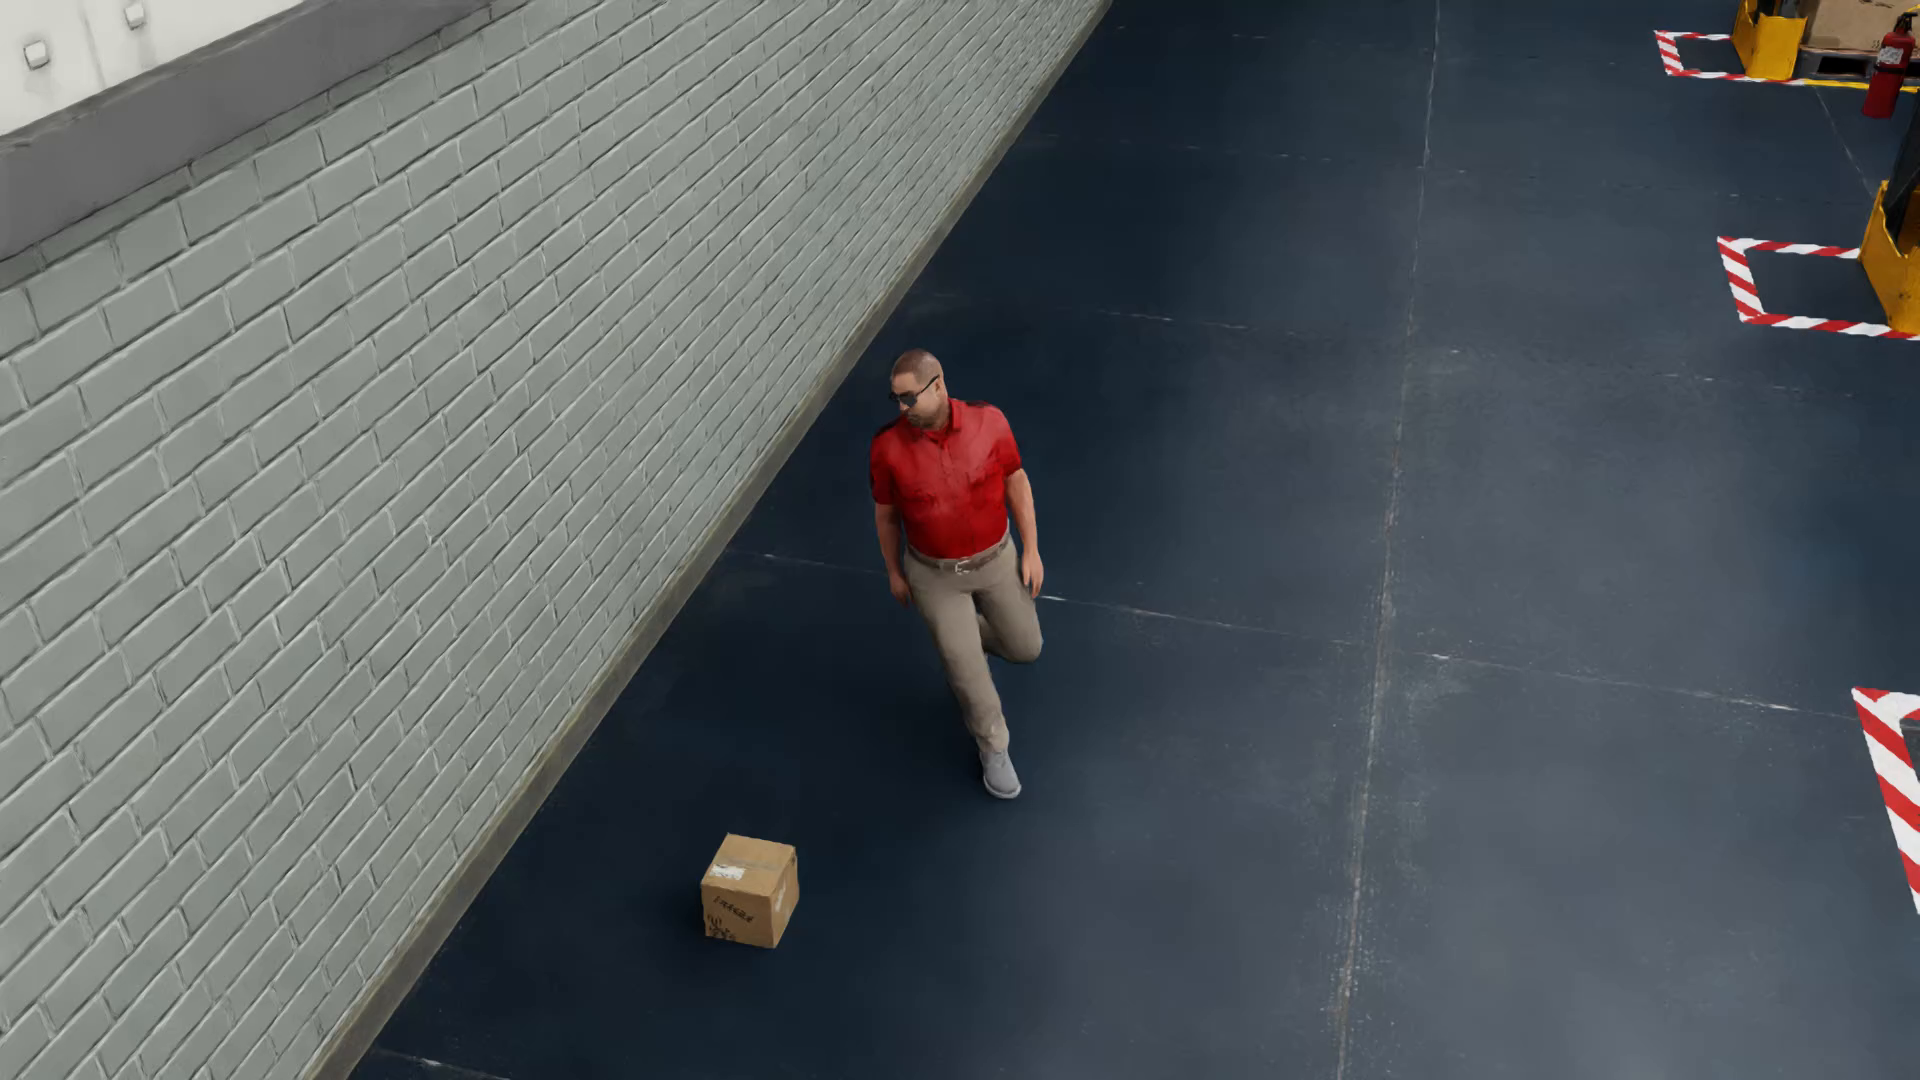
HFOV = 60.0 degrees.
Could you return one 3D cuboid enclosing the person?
[{"bbox_3d":[-0.002,0.090,6.055,0.609,1.672,0.758,-7,33,-11],"label":"person"}]
